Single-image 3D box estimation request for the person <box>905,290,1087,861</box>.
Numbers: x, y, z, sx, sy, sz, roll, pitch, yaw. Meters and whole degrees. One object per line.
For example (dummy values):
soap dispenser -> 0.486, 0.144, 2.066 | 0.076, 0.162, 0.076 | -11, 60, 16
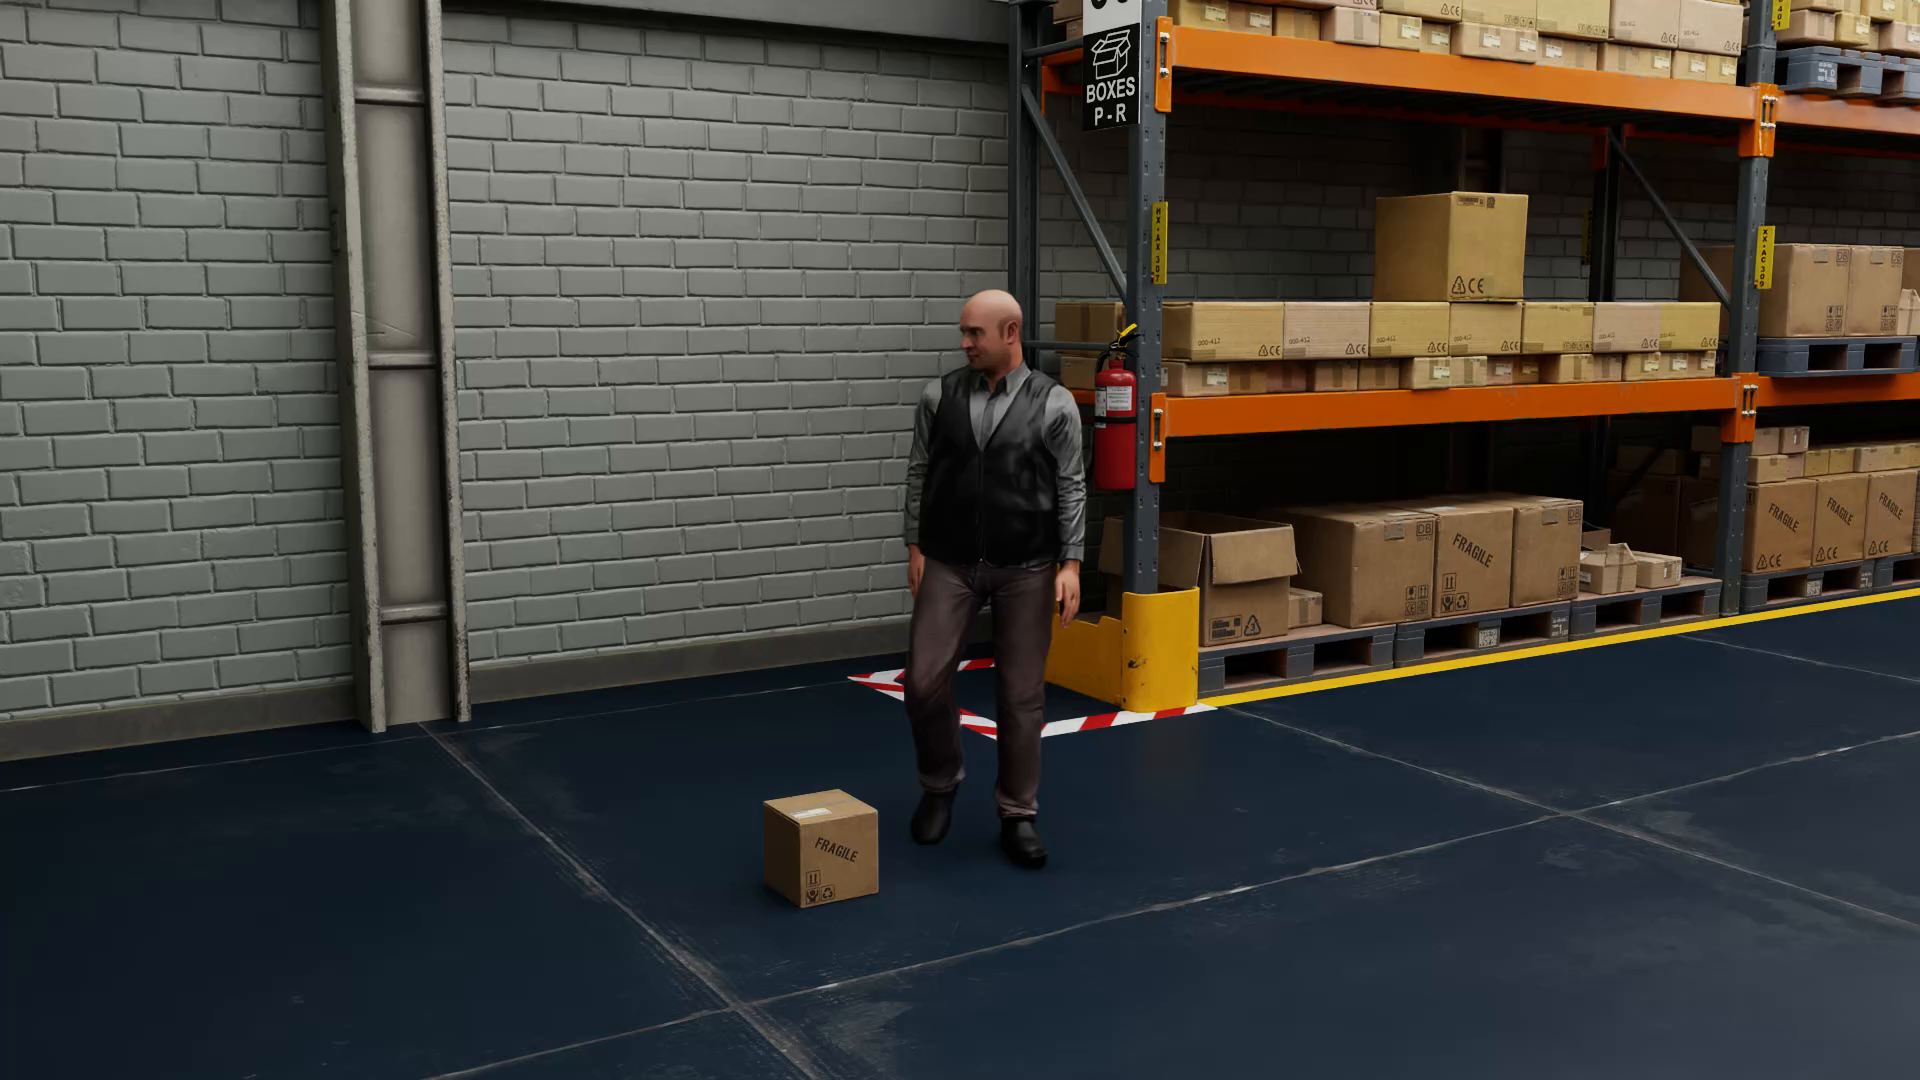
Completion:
person -> 0.102, 0.116, 5.118 | 0.568, 1.752, 0.418 | 1, 8, 10
